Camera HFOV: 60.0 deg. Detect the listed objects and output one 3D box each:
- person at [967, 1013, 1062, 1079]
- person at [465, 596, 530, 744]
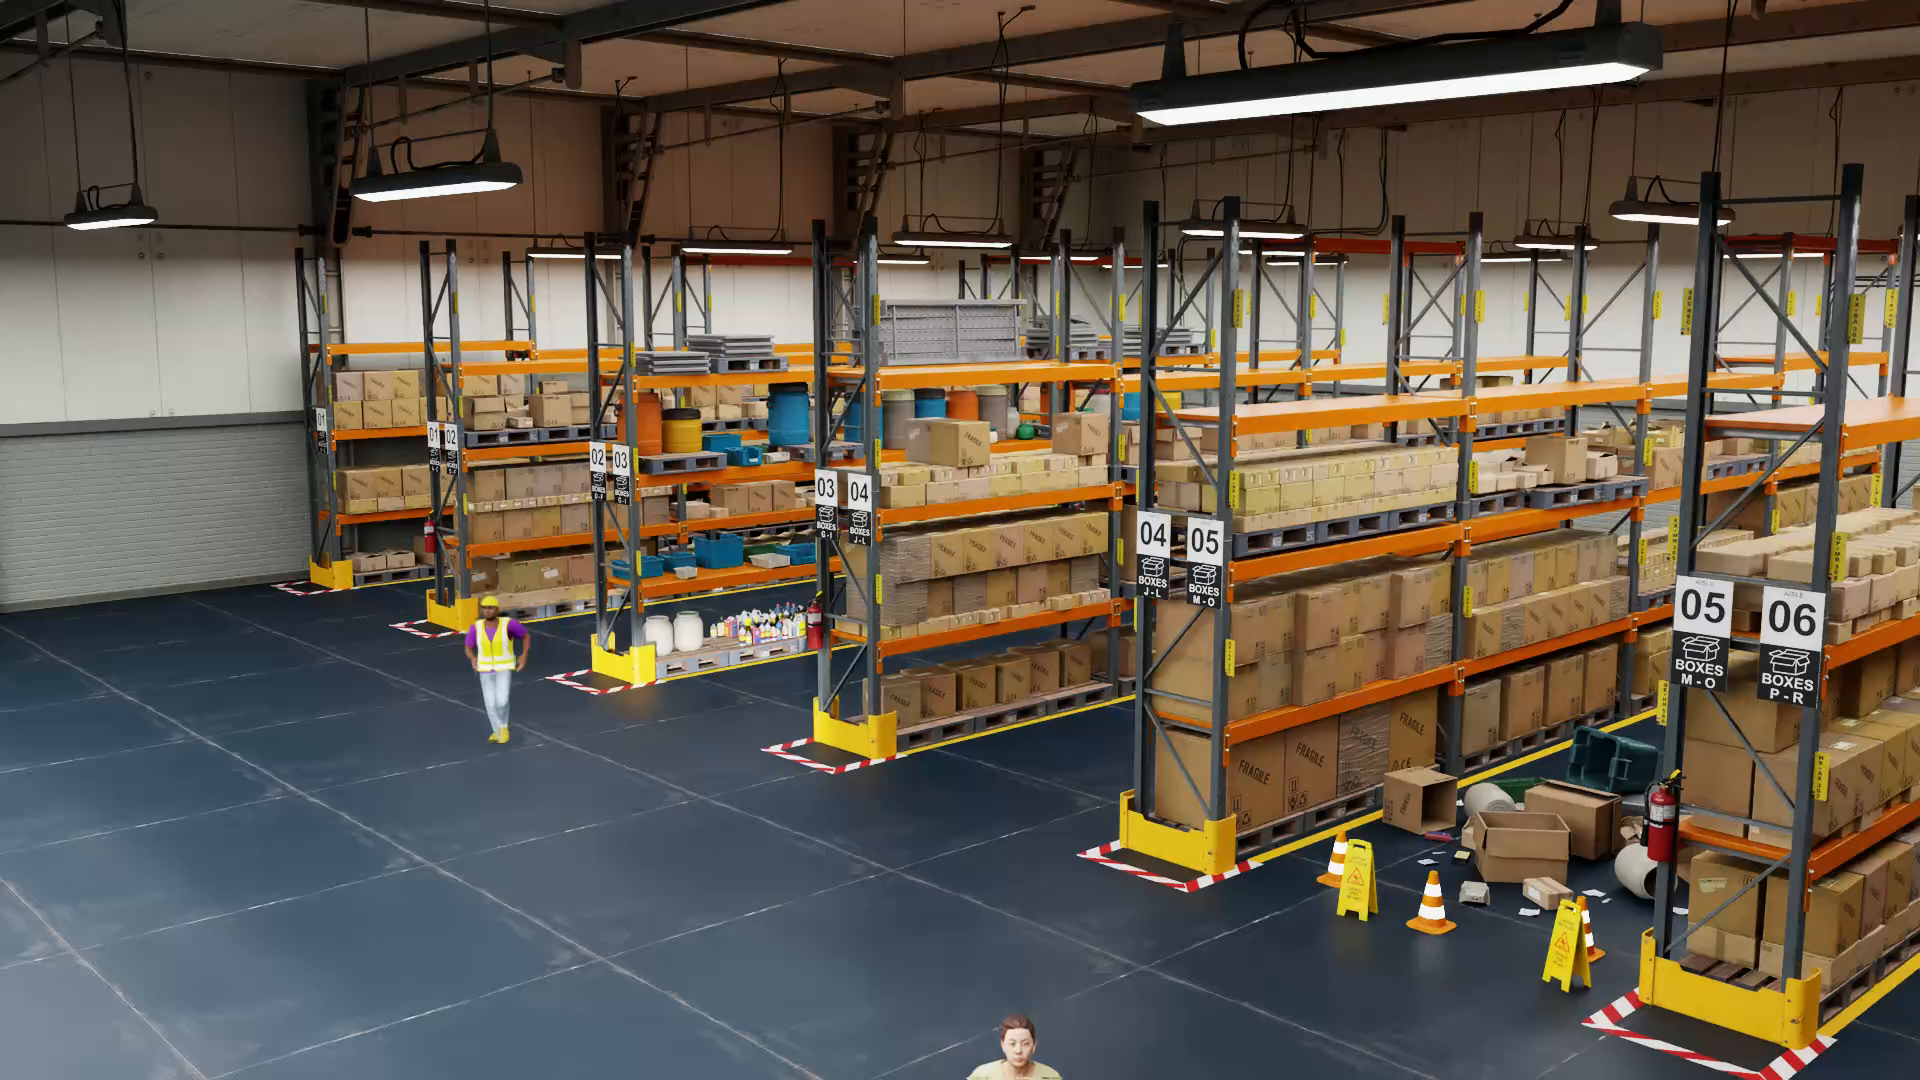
[{"bbox_3d":[0.277,3.165,8.295,0.575,1.627,0.540,0,8,-1],"label":"person"},{"bbox_3d":[-5.358,1.505,19.190,0.712,1.725,0.633,0,8,-3],"label":"person"}]
